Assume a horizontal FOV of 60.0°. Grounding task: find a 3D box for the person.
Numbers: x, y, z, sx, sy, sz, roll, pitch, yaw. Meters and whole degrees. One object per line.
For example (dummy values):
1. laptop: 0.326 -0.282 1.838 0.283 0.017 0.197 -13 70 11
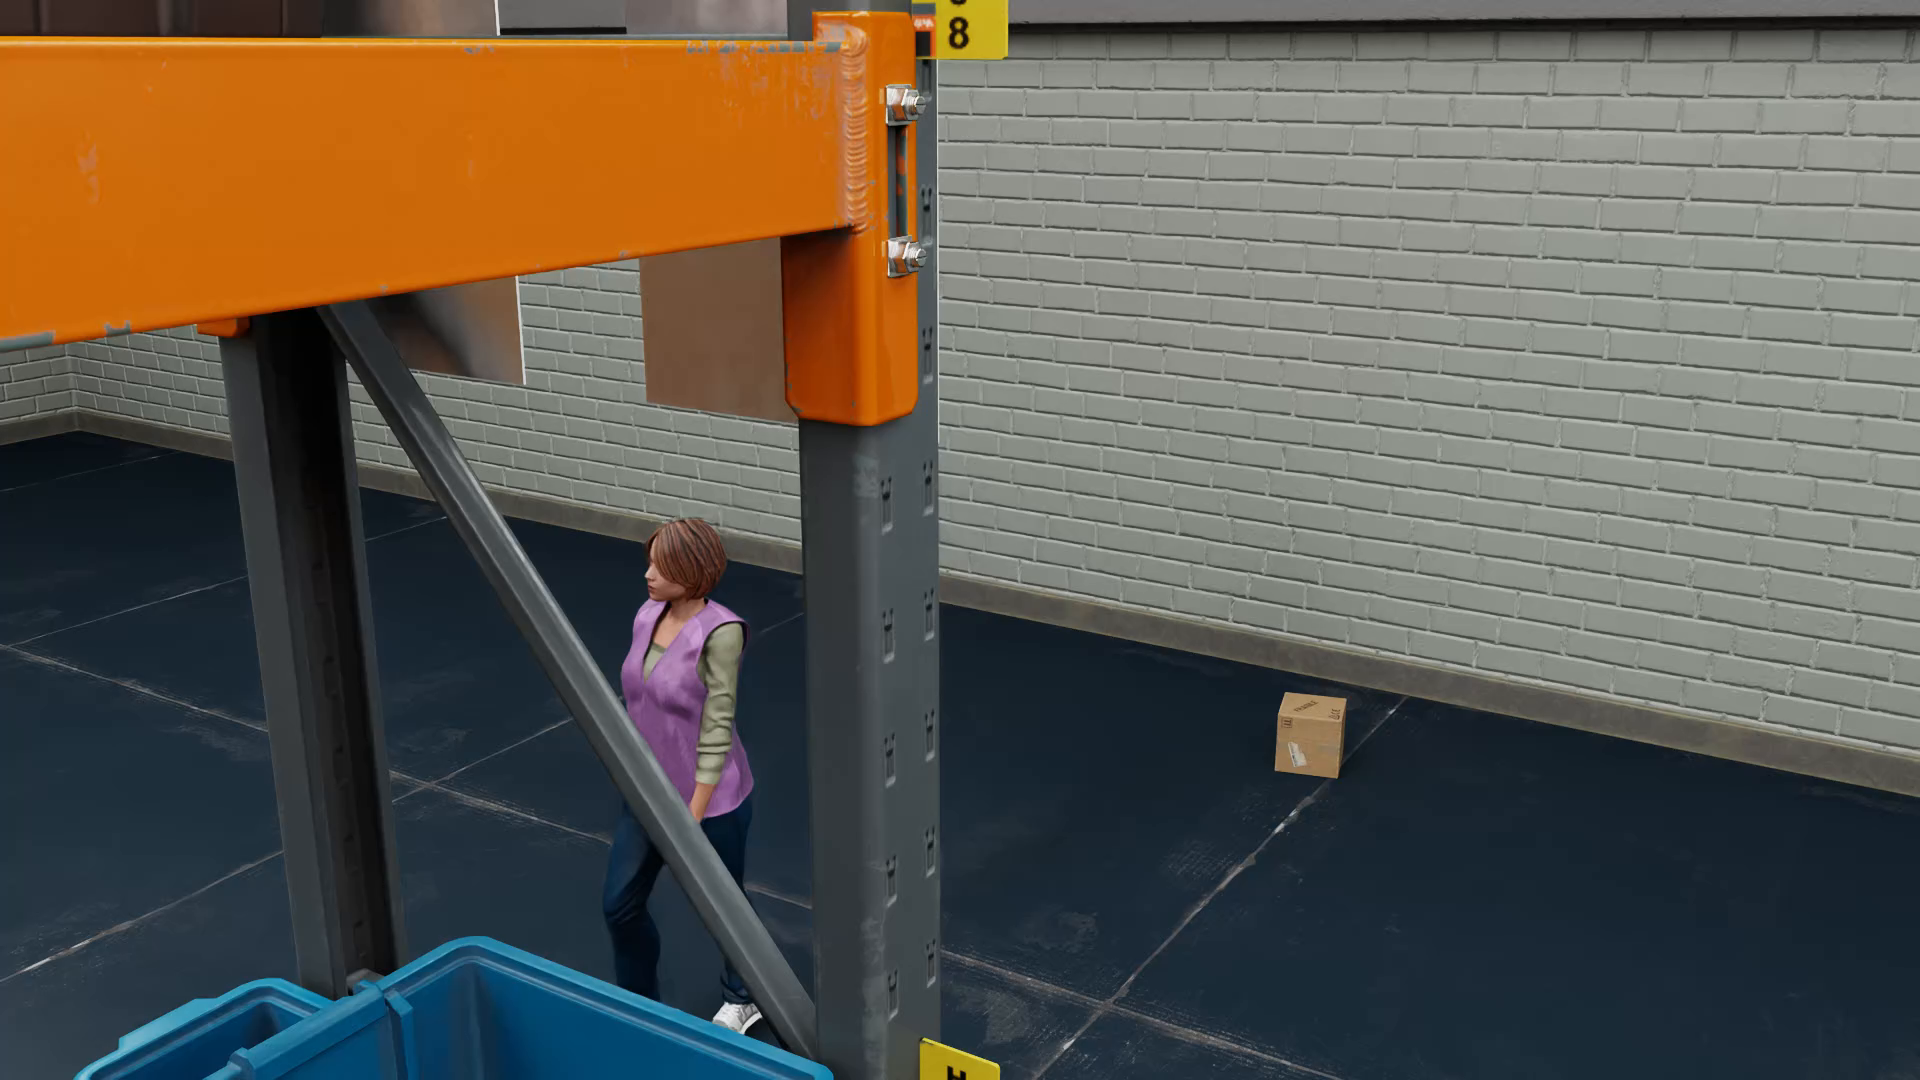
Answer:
1. person: -0.761 0.743 4.573 0.414 1.649 0.563 11 20 34
